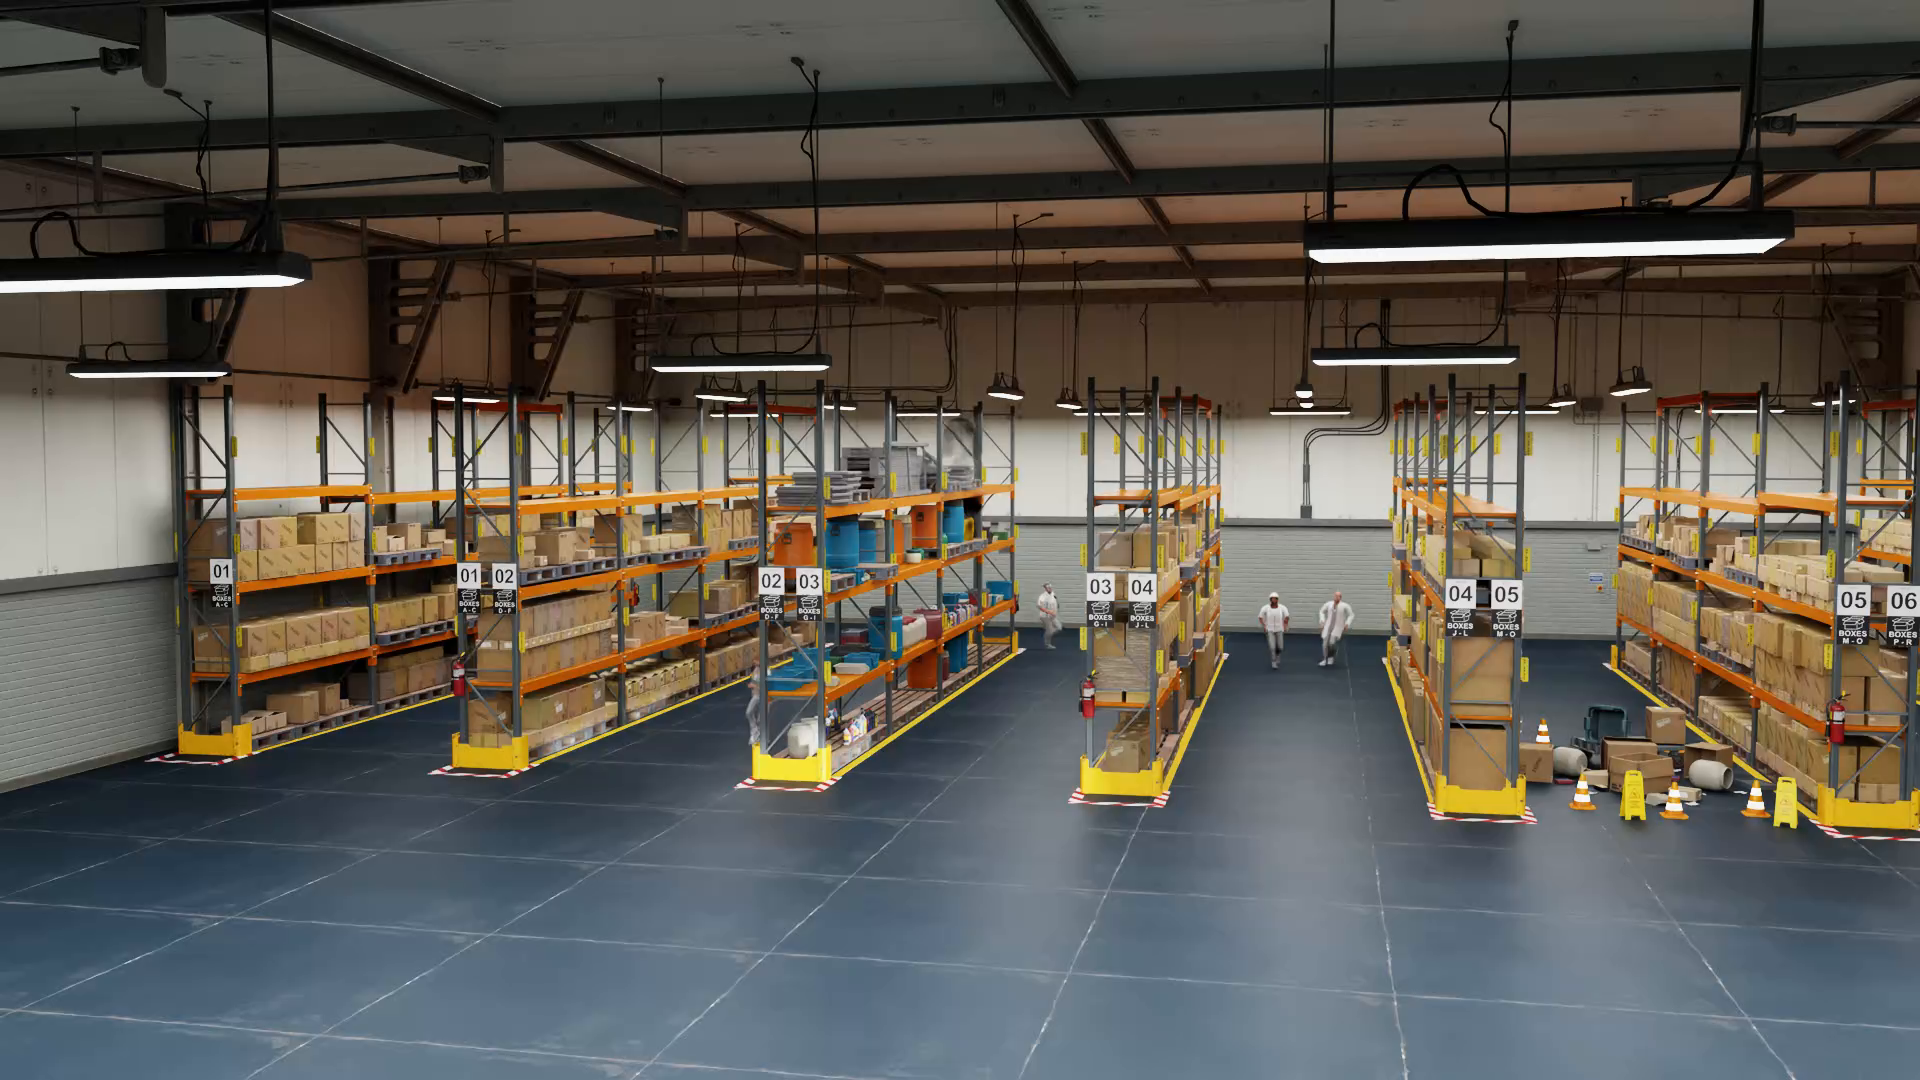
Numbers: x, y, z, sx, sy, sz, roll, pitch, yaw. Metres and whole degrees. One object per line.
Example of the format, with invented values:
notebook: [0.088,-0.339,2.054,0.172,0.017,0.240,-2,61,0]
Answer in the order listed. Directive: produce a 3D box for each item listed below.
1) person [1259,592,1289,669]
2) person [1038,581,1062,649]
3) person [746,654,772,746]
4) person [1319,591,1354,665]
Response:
person: [7.087,2.040,37.520,0.681,1.721,0.575,0,3,4]
person: [2.185,1.855,41.059,0.559,1.689,0.674,3,5,45]
person: [-3.348,2.654,27.740,0.584,1.553,0.591,2,4,31]
person: [8.524,2.017,37.867,0.774,1.706,0.574,2,4,31]
